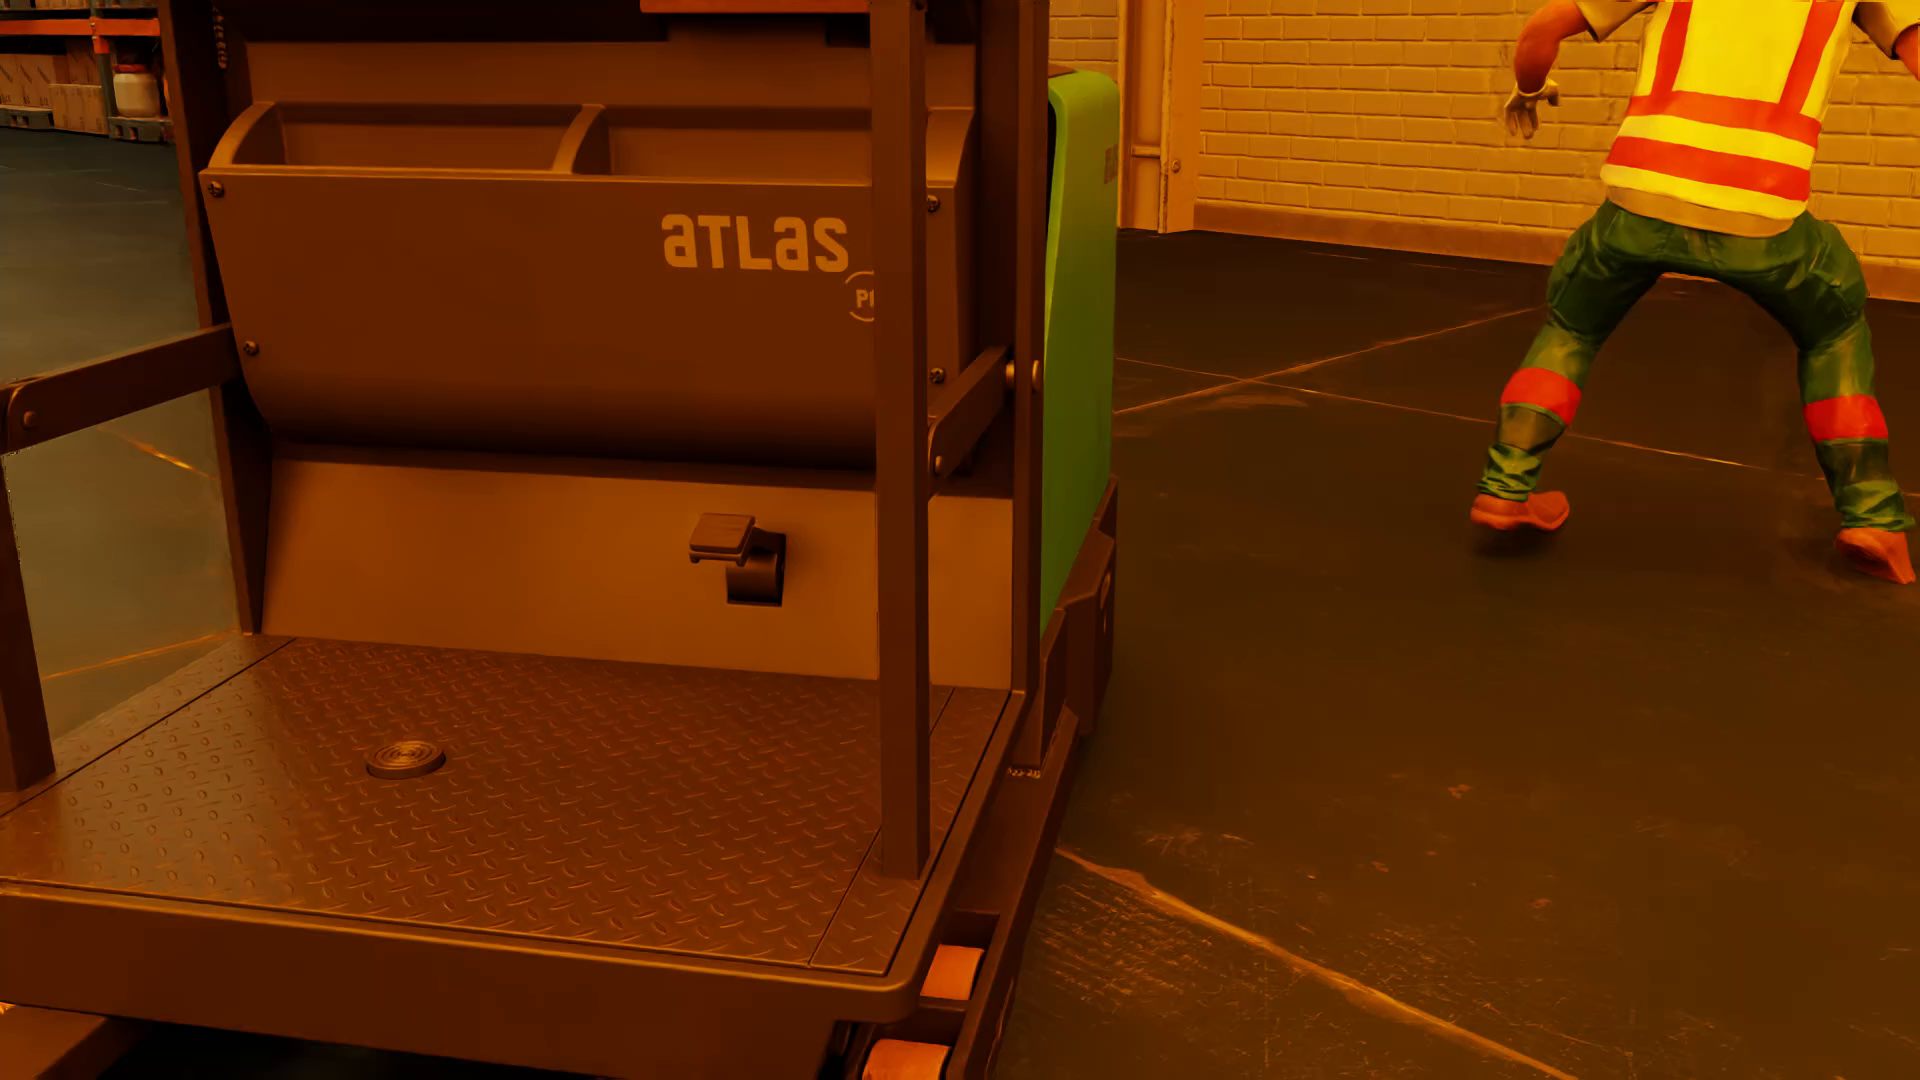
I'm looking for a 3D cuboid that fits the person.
[{"bbox_3d":[1.668,-0.685,3.560,1.086,1.718,0.587,9,19,27],"label":"person"}]

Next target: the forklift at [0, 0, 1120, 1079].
[{"bbox_3d":[-0.487,-0.841,1.646,1.130,2.935,3.031,3,17,11],"label":"forklift"}]
